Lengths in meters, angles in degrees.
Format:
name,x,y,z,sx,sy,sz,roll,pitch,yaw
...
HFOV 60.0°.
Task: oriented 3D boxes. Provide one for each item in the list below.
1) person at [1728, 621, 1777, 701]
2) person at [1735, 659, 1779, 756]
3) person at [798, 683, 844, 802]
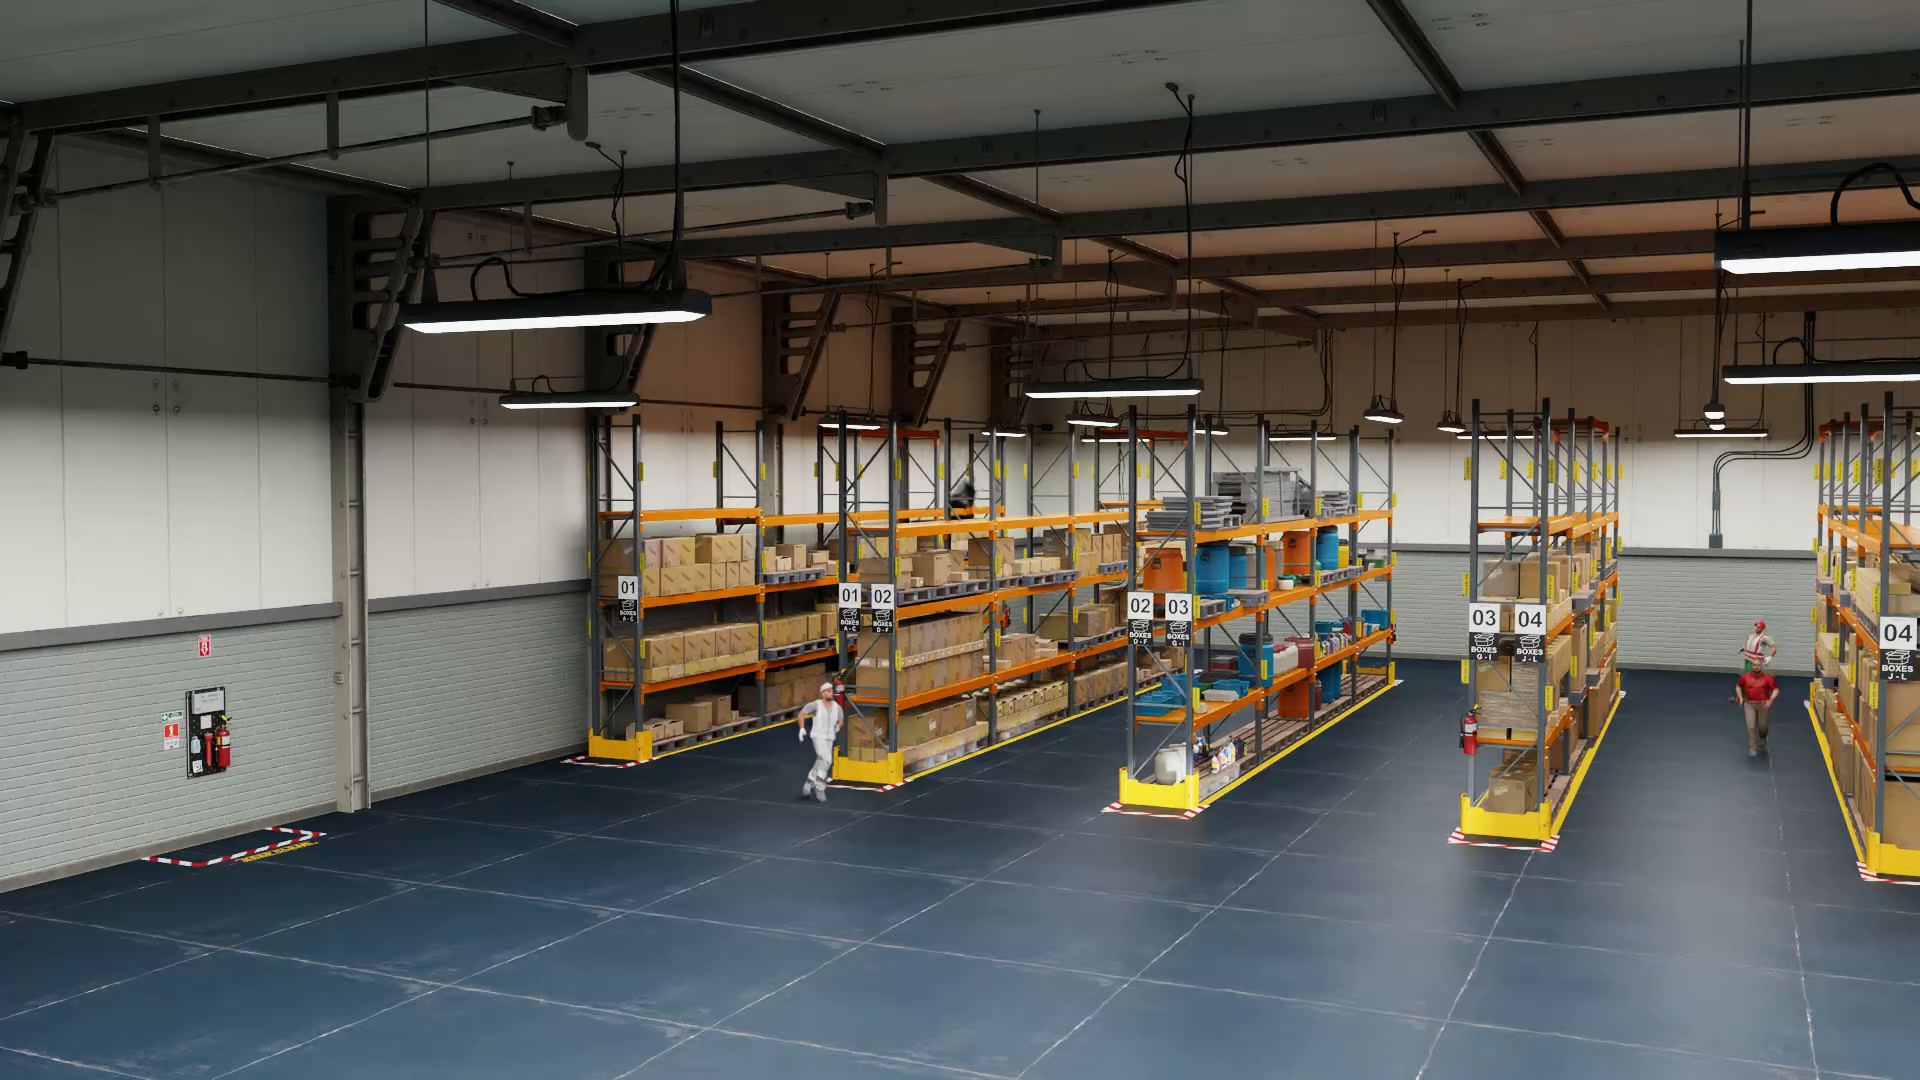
name,x,y,z,sx,sy,sz,roll,pitch,yaw
person,17.147,2.619,36.055,0.923,1.749,0.717,0,2,-11
person,14.068,2.942,29.368,0.699,1.682,0.792,1,3,28
person,-2.075,3.062,25.414,0.687,1.750,0.694,-2,3,-37
